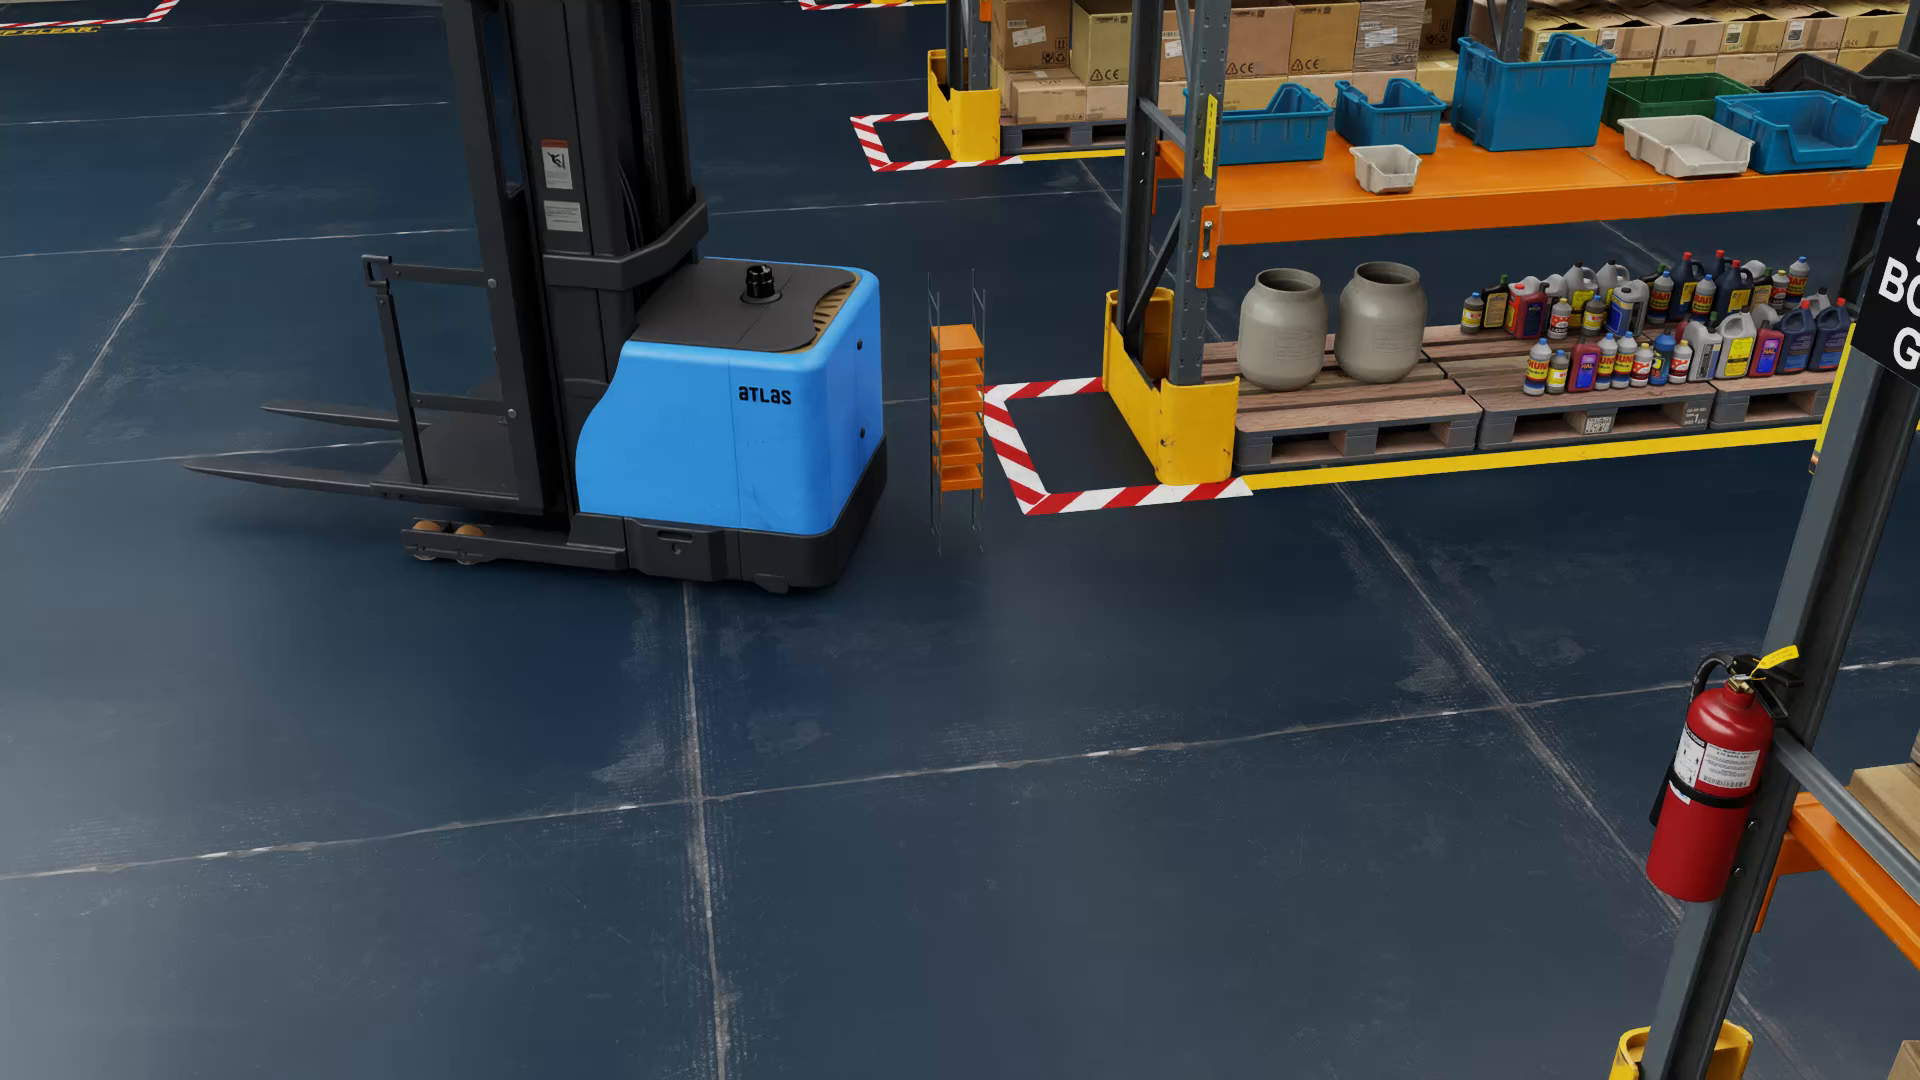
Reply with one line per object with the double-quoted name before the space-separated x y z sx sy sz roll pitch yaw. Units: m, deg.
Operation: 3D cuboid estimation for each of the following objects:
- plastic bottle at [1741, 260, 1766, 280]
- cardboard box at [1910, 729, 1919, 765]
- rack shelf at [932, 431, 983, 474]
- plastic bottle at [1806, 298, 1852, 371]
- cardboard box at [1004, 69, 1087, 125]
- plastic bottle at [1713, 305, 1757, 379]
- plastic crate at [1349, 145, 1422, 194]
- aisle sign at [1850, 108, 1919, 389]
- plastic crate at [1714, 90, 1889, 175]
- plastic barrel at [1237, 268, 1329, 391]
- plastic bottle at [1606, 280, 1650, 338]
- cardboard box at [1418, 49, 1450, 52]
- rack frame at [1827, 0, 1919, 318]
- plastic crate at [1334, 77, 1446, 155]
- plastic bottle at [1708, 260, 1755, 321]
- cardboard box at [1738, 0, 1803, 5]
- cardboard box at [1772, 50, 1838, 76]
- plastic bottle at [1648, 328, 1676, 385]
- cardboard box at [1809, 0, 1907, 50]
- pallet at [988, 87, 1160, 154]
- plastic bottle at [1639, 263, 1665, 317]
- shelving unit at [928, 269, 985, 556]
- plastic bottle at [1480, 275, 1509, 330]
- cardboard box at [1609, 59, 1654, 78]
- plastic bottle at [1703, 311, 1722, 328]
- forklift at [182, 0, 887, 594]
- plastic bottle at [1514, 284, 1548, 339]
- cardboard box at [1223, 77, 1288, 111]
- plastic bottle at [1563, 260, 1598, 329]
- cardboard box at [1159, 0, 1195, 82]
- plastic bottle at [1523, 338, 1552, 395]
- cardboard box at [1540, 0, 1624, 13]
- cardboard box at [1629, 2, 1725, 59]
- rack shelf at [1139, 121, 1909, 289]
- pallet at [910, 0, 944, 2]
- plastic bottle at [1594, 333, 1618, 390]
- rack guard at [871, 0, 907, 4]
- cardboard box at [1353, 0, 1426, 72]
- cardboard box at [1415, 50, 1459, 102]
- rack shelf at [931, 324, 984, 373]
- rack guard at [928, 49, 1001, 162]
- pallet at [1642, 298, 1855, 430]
"plastic bottle" 4.163 -1.341 8.824 0.135 0.276 0.152 -4 31 -7
"cardboard box" 2.372 0.448 3.137 0.500 0.500 0.875 -5 31 -9
"rack shelf" -0.014 -0.374 7.027 0.180 0.103 0.258 -5 31 -9
"plastic bottle" 4.286 -1.024 8.211 0.185 0.351 0.144 -6 31 -10
"cardboard box" 0.613 -3.217 12.061 0.500 0.250 0.500 -5 31 -9
"plastic bottle" 3.780 -0.977 8.132 0.185 0.351 0.144 -5 31 -9
"plastic crate" 1.872 -1.621 7.308 0.250 0.136 0.298 -5 31 -9
"aisle sign" 1.711 -0.609 2.761 0.004 0.787 0.394 -5 31 -9
"plastic crate" 3.828 -1.878 7.632 0.616 0.251 0.499 -5 31 -9
"plastic barrel" 1.567 -1.020 8.066 0.421 0.512 0.421 0 30 0
"plastic bottle" 3.447 -1.200 8.584 0.135 0.276 0.152 -5 31 -9
"cardboard box" 3.469 -3.753 12.972 0.500 0.250 0.500 -5 31 -9
"rack frame" 4.868 -2.179 7.996 0.127 3.000 1.000 -5 31 -9
"plastic crate" 2.012 -2.001 7.840 0.408 0.251 0.499 -5 31 -9
"plastic bottle" 4.025 -1.288 8.660 0.185 0.351 0.144 -5 31 -9
"cardboard box" 6.329 -4.252 13.268 0.500 0.311 0.500 -6 31 -10
"cardboard box" 6.439 -3.747 12.961 0.500 0.250 0.500 -5 31 -8
"plastic bottle" 3.408 -0.896 8.072 0.097 0.271 0.097 0 30 0
"cardboard box" 6.933 -4.030 12.890 0.500 0.311 0.500 -6 31 -10
"pallet" 0.790 -3.172 12.437 1.213 0.211 1.003 -5 31 -9
"plastic bottle" 3.644 -1.319 8.780 0.133 0.283 0.061 -4 31 -7
"shelving unit" -0.014 -0.516 6.944 0.189 1.200 0.258 -5 31 -9
"plastic bottle" 2.773 -1.238 8.642 0.133 0.283 0.061 -5 31 -8
"cardboard box" 4.924 -3.604 12.718 0.500 0.250 0.500 -5 31 -8
"plastic bottle" 3.736 -0.997 8.232 0.133 0.283 0.061 -5 31 -9
"forklift" -1.901 -1.411 6.758 3.031 2.935 1.130 6 31 10
"plastic bottle" 2.934 -1.175 8.534 0.133 0.283 0.061 -5 31 -9
"cardboard box" 2.088 -3.353 12.292 0.500 0.250 0.500 -5 31 -9
"plastic bottle" 3.213 -1.287 8.658 0.185 0.351 0.144 -4 31 -7
"cardboard box" 1.594 -3.639 12.038 0.500 0.500 0.500 -5 31 -9
"plastic bottle" 2.773 -0.837 7.972 0.097 0.271 0.097 0 30 0
"cardboard box" 4.837 -4.117 13.037 0.500 0.311 0.500 -4 31 -8
"cardboard box" 5.433 -3.891 12.653 0.500 0.311 0.500 -6 31 -11
"rack shelf" 2.901 -1.686 7.868 4.000 0.370 1.077 -5 31 -9
"pallet" 0.029 -5.614 16.590 1.213 0.211 1.003 -5 31 -9
"plastic bottle" 3.110 -0.869 8.025 0.097 0.271 0.097 0 30 0
"rack guard" -0.776 -5.682 16.421 0.348 0.500 1.175 -5 31 -9
"cardboard box" 3.069 -3.777 12.272 0.500 0.500 0.500 -5 31 -9
"cardboard box" 3.563 -3.493 12.530 0.500 0.250 0.500 -5 31 -9
"rack shelf" -0.014 -0.788 6.784 0.180 0.103 0.258 -5 31 -9
"rack guard" 0.021 -3.204 12.205 0.348 0.500 1.175 -5 31 -9
"pallet" 4.200 -0.936 8.634 1.213 0.211 1.003 -5 31 -9
